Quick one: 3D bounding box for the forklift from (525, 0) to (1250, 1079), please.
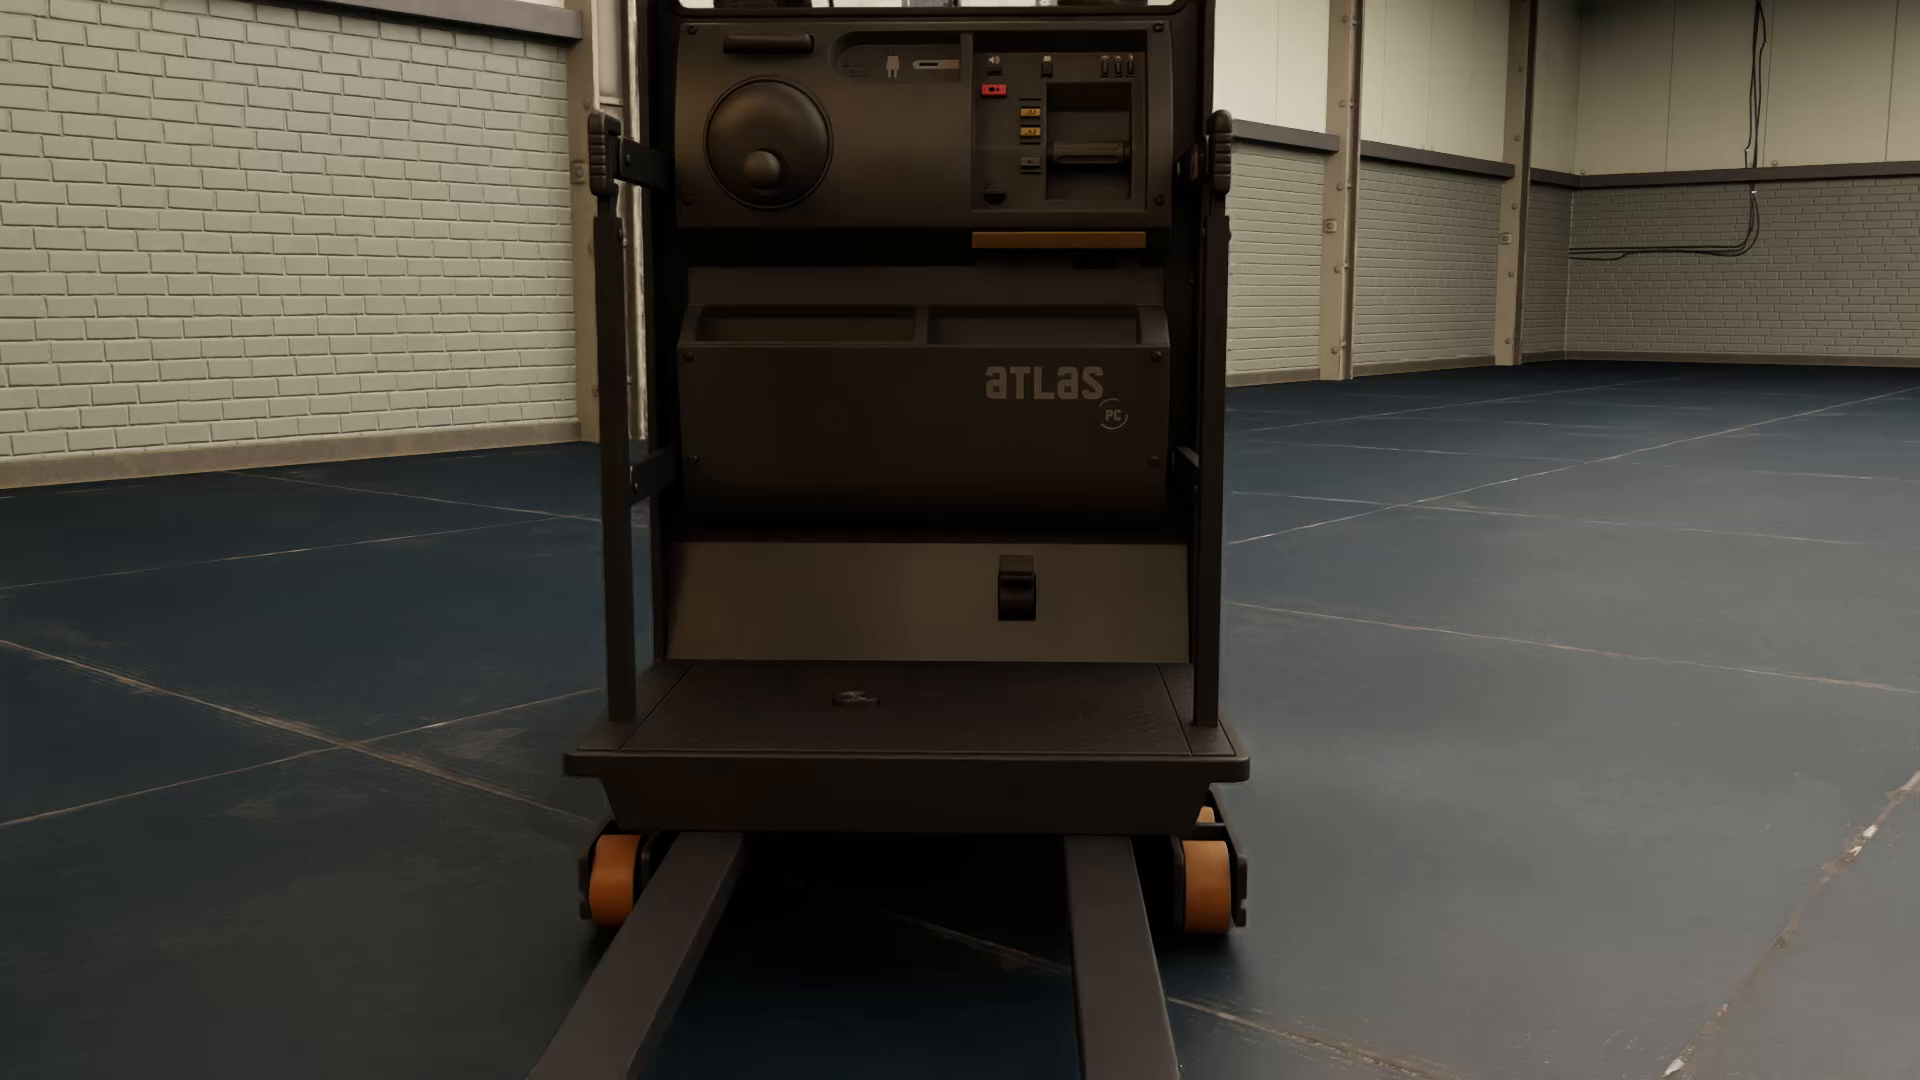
[{"bbox_3d":[-0.073,-0.825,2.920,1.130,2.935,3.031,0,8,2],"label":"forklift"}]
